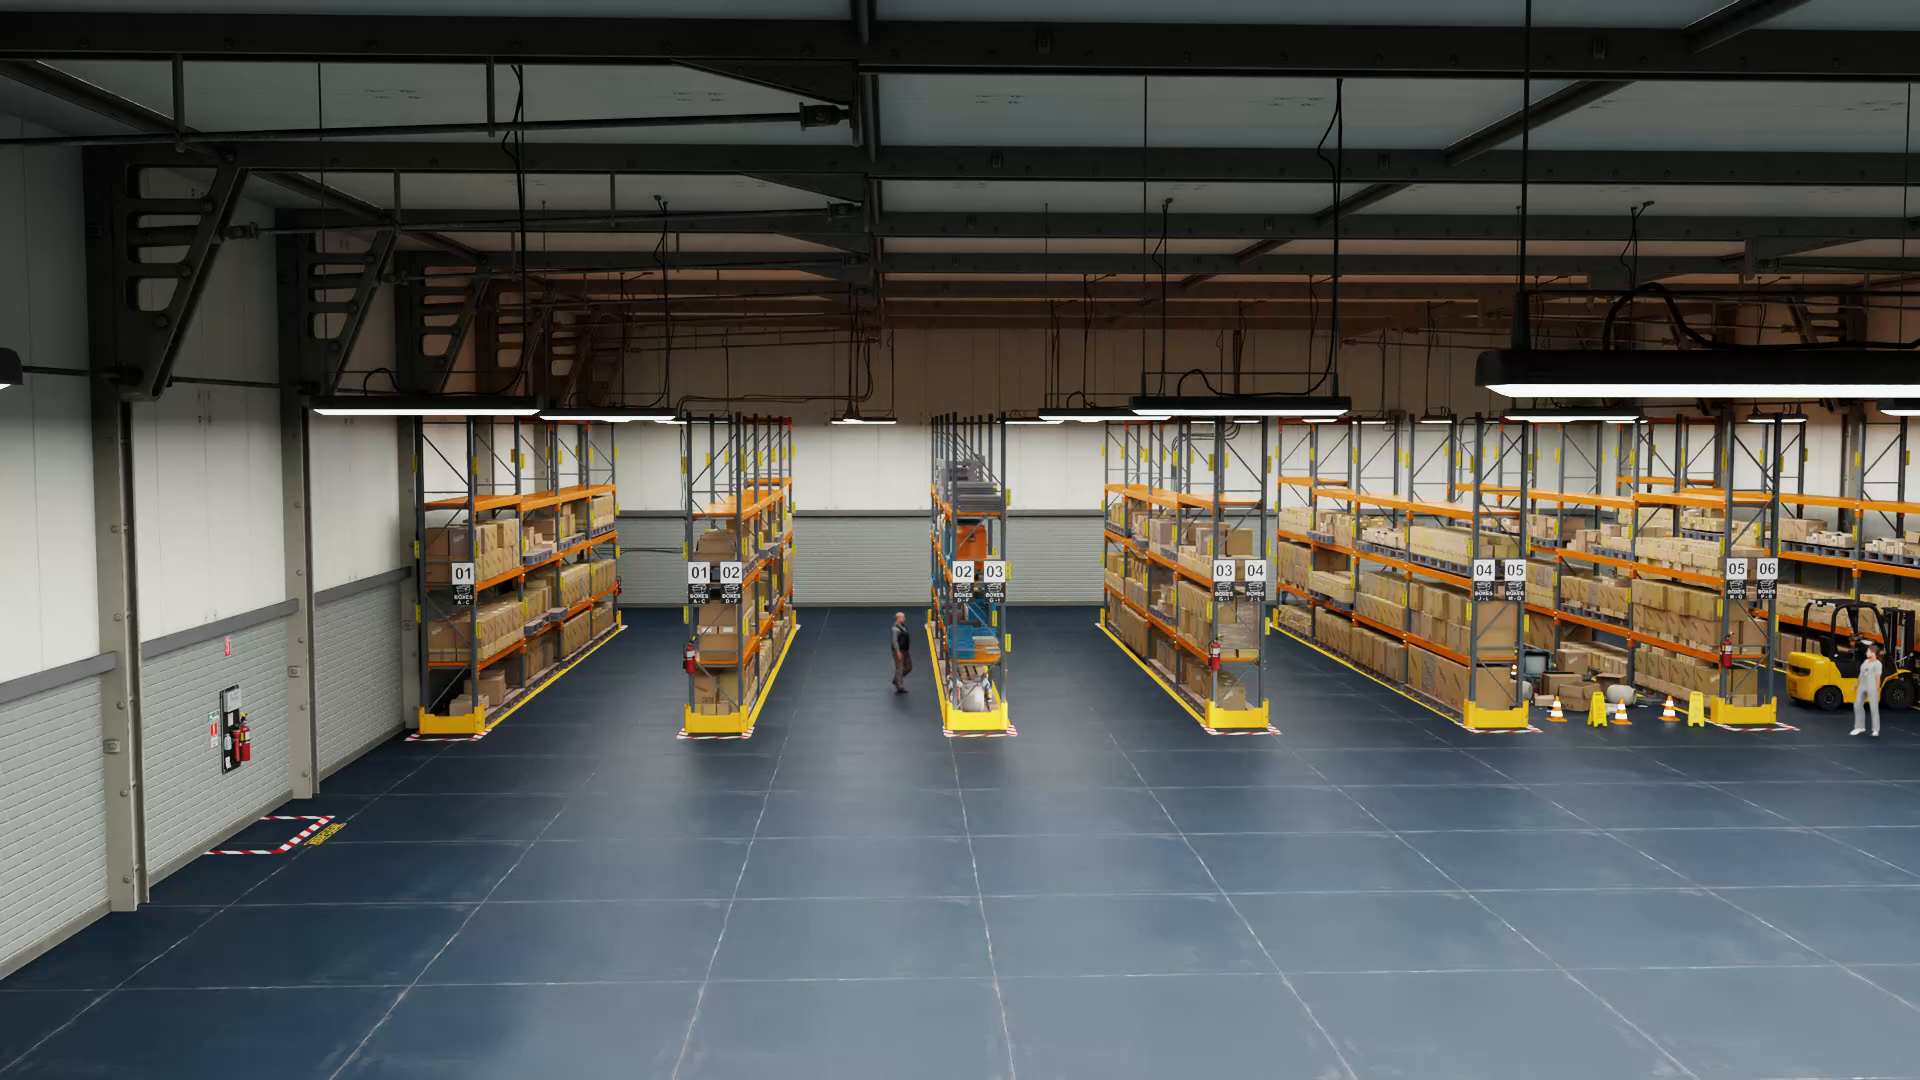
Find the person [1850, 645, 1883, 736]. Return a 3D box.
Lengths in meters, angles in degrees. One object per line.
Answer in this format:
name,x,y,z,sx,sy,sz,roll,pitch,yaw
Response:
person,16.824,2.790,30.845,0.392,1.707,0.594,-2,4,-23

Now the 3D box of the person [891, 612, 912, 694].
person,-1.256,2.420,35.864,0.529,1.725,0.653,2,4,23

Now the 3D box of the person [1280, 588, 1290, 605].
person,9.616,1.535,49.524,0.418,1.596,0.418,-3,5,-39
